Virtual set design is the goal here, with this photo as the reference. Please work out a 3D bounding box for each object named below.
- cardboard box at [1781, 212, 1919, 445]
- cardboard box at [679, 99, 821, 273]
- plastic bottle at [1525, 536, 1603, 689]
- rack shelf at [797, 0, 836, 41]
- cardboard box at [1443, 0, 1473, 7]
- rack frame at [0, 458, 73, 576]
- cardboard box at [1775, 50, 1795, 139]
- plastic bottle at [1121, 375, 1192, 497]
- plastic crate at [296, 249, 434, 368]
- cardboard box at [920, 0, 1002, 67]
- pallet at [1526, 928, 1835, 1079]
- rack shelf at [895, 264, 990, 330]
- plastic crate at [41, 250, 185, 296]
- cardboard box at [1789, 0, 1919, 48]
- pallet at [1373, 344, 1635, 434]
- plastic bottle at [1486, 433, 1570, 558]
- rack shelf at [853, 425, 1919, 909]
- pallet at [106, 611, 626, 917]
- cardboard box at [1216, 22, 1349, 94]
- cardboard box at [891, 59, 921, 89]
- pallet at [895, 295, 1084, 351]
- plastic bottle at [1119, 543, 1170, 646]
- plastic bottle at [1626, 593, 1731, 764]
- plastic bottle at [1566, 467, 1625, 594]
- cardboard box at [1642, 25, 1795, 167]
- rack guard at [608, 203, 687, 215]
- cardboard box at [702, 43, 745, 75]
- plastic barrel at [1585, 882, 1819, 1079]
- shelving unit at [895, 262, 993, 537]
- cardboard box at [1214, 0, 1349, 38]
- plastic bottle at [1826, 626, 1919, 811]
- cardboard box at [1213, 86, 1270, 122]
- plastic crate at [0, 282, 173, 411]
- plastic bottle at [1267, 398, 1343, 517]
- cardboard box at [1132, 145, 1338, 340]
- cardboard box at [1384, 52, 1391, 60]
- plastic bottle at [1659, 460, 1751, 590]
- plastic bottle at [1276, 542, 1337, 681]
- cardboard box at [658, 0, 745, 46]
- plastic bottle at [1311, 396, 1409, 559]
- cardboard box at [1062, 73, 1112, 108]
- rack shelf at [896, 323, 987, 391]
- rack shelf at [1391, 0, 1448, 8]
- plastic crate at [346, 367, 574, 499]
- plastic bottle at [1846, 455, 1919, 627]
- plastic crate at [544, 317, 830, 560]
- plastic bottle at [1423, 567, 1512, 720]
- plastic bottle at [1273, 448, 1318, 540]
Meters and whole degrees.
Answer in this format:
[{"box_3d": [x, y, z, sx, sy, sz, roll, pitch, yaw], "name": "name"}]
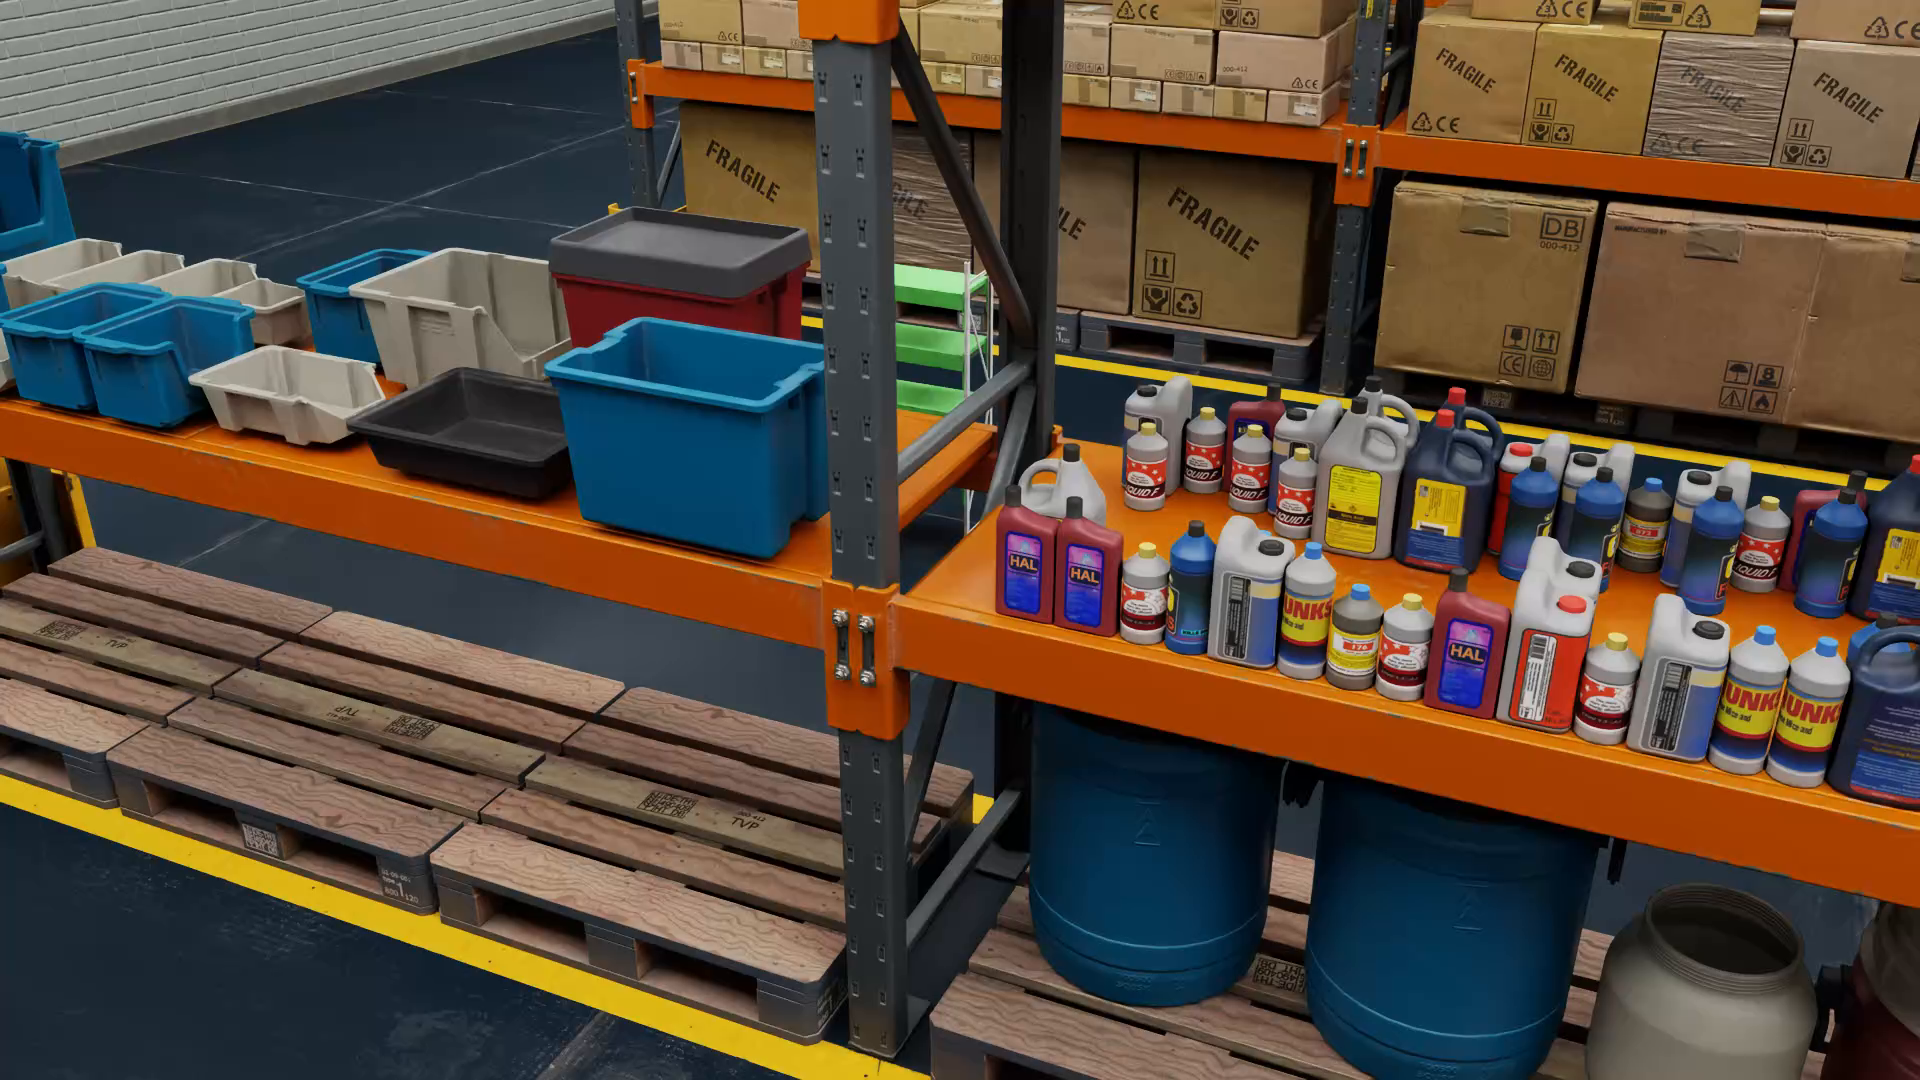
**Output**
[{"box_3d": [4.248, -1.059, 7.435, 0.875, 0.875, 1.225, 11, 28, 22], "name": "cardboard box"}, {"box_3d": [-0.991, -2.136, 9.623, 0.875, 0.875, 0.875, 11, 28, 22], "name": "cardboard box"}, {"box_3d": [1.154, 0.139, 3.213, 0.135, 0.276, 0.152, 11, 28, 22], "name": "plastic bottle"}, {"box_3d": [-1.836, -1.652, 4.127, 4.000, 0.370, 1.077, 11, 28, 22], "name": "rack shelf"}, {"box_3d": [2.573, -2.324, 7.961, 0.500, 0.500, 0.500, 11, 28, 22], "name": "cardboard box"}, {"box_3d": [-3.657, -0.994, 5.374, 0.127, 3.000, 1.000, 11, 28, 22], "name": "rack frame"}, {"box_3d": [3.953, -2.044, 7.393, 0.500, 0.500, 0.500, 11, 28, 22], "name": "cardboard box"}, {"box_3d": [0.477, -0.265, 4.033, 0.135, 0.276, 0.152, 11, 28, 22], "name": "plastic bottle"}, {"box_3d": [-1.681, -0.674, 4.844, 0.300, 0.233, 0.416, 11, 28, 22], "name": "plastic crate"}, {"box_3d": [0.127, -2.577, 8.421, 0.500, 0.250, 0.500, 11, 28, 21], "name": "cardboard box"}, {"box_3d": [1.784, 1.368, 3.732, 1.213, 0.211, 1.003, 11, 28, 22], "name": "pallet"}, {"box_3d": [-0.151, -0.942, 6.363, 0.480, 0.148, 0.258, 11, 28, 22], "name": "rack shelf"}, {"box_3d": [-2.582, -0.768, 5.144, 0.243, 0.136, 0.396, 11, 28, 22], "name": "plastic crate"}, {"box_3d": [3.811, -2.399, 6.977, 0.637, 0.503, 0.797, 12, 29, 23], "name": "cardboard box"}, {"box_3d": [2.768, -0.893, 8.324, 1.213, 0.211, 1.003, 11, 28, 22], "name": "pallet"}, {"box_3d": [1.268, -0.106, 3.710, 0.135, 0.276, 0.152, 11, 28, 22], "name": "plastic bottle"}, {"box_3d": [1.805, 0.425, 3.305, 4.000, 0.370, 1.077, 11, 28, 22], "name": "rack shelf"}, {"box_3d": [-1.816, 0.647, 5.198, 1.213, 0.211, 1.003, 11, 28, 22], "name": "pallet"}, {"box_3d": [1.524, -2.296, 7.850, 0.500, 0.250, 0.500, 11, 28, 21], "name": "cardboard box"}, {"box_3d": [-0.249, -2.442, 8.597, 0.250, 0.149, 0.380, 11, 28, 21], "name": "cardboard box"}, {"box_3d": [0.260, -1.396, 9.347, 1.213, 0.211, 1.003, 11, 28, 22], "name": "pallet"}, {"box_3d": [0.375, 0.103, 3.370, 0.097, 0.201, 0.097, 0, 26, 0], "name": "plastic bottle"}, {"box_3d": [1.302, 0.242, 3.003, 0.135, 0.276, 0.152, 11, 28, 22], "name": "plastic bottle"}, {"box_3d": [1.356, -0.026, 3.553, 0.097, 0.271, 0.097, 0, 26, 0], "name": "plastic bottle"}, {"box_3d": [3.263, -1.932, 7.164, 0.500, 0.500, 0.500, 11, 28, 21], "name": "cardboard box"}, {"box_3d": [-1.629, -1.869, 9.980, 0.348, 0.500, 1.175, 11, 28, 22], "name": "rack guard"}, {"box_3d": [-1.186, -2.629, 8.979, 0.250, 0.149, 0.380, 11, 28, 21], "name": "cardboard box"}, {"box_3d": [1.594, 1.040, 3.584, 0.421, 0.512, 0.421, 0, 26, 0], "name": "plastic barrel"}, {"box_3d": [-0.151, -0.569, 6.546, 0.503, 1.200, 0.258, 11, 28, 22], "name": "shelving unit"}, {"box_3d": [1.505, -2.634, 7.687, 0.500, 0.500, 0.500, 12, 29, 23], "name": "cardboard box"}, {"box_3d": [1.623, 0.275, 2.851, 0.185, 0.351, 0.144, 11, 28, 22], "name": "plastic bottle"}, {"box_3d": [1.386, -2.113, 7.930, 0.250, 0.149, 0.380, 12, 29, 23], "name": "cardboard box"}, {"box_3d": [-2.370, -0.528, 4.548, 0.300, 0.233, 0.416, 11, 28, 22], "name": "plastic crate"}, {"box_3d": [0.809, -0.199, 3.898, 0.135, 0.276, 0.152, 11, 28, 22], "name": "plastic bottle"}, {"box_3d": [1.467, -1.643, 8.620, 0.875, 0.875, 0.875, 11, 28, 22], "name": "cardboard box"}, {"box_3d": [3.228, -3.692, 12.932, 0.250, 0.149, 0.380, 11, 28, 20], "name": "cardboard box"}, {"box_3d": [1.602, -0.039, 3.574, 0.135, 0.276, 0.152, 11, 28, 22], "name": "plastic bottle"}, {"box_3d": [0.675, 0.132, 3.232, 0.097, 0.271, 0.097, 0, 26, 0], "name": "plastic bottle"}, {"box_3d": [-1.282, -2.856, 8.988, 0.500, 0.250, 0.500, 11, 28, 20], "name": "cardboard box"}, {"box_3d": [0.897, -0.146, 3.707, 0.185, 0.351, 0.144, 11, 28, 22], "name": "plastic bottle"}, {"box_3d": [0.684, -2.254, 8.216, 0.250, 0.149, 0.380, 12, 29, 23], "name": "cardboard box"}, {"box_3d": [-0.151, -0.727, 6.469, 0.480, 0.148, 0.258, 11, 28, 22], "name": "rack shelf"}, {"box_3d": [2.359, -4.273, 12.848, 4.000, 0.370, 1.077, 11, 28, 22], "name": "rack shelf"}, {"box_3d": [-1.146, -0.263, 4.132, 0.590, 0.125, 0.437, 11, 28, 22], "name": "plastic crate"}, {"box_3d": [1.959, -0.003, 3.416, 0.185, 0.351, 0.144, 11, 28, 22], "name": "plastic bottle"}, {"box_3d": [-0.582, -0.231, 3.773, 0.575, 0.384, 0.392, 11, 28, 22], "name": "plastic crate"}, {"box_3d": [0.950, 0.190, 3.100, 0.133, 0.283, 0.061, 11, 28, 22], "name": "plastic bottle"}, {"box_3d": [0.775, -0.111, 3.805, 0.097, 0.201, 0.097, 0, 26, 0], "name": "plastic bottle"}]
